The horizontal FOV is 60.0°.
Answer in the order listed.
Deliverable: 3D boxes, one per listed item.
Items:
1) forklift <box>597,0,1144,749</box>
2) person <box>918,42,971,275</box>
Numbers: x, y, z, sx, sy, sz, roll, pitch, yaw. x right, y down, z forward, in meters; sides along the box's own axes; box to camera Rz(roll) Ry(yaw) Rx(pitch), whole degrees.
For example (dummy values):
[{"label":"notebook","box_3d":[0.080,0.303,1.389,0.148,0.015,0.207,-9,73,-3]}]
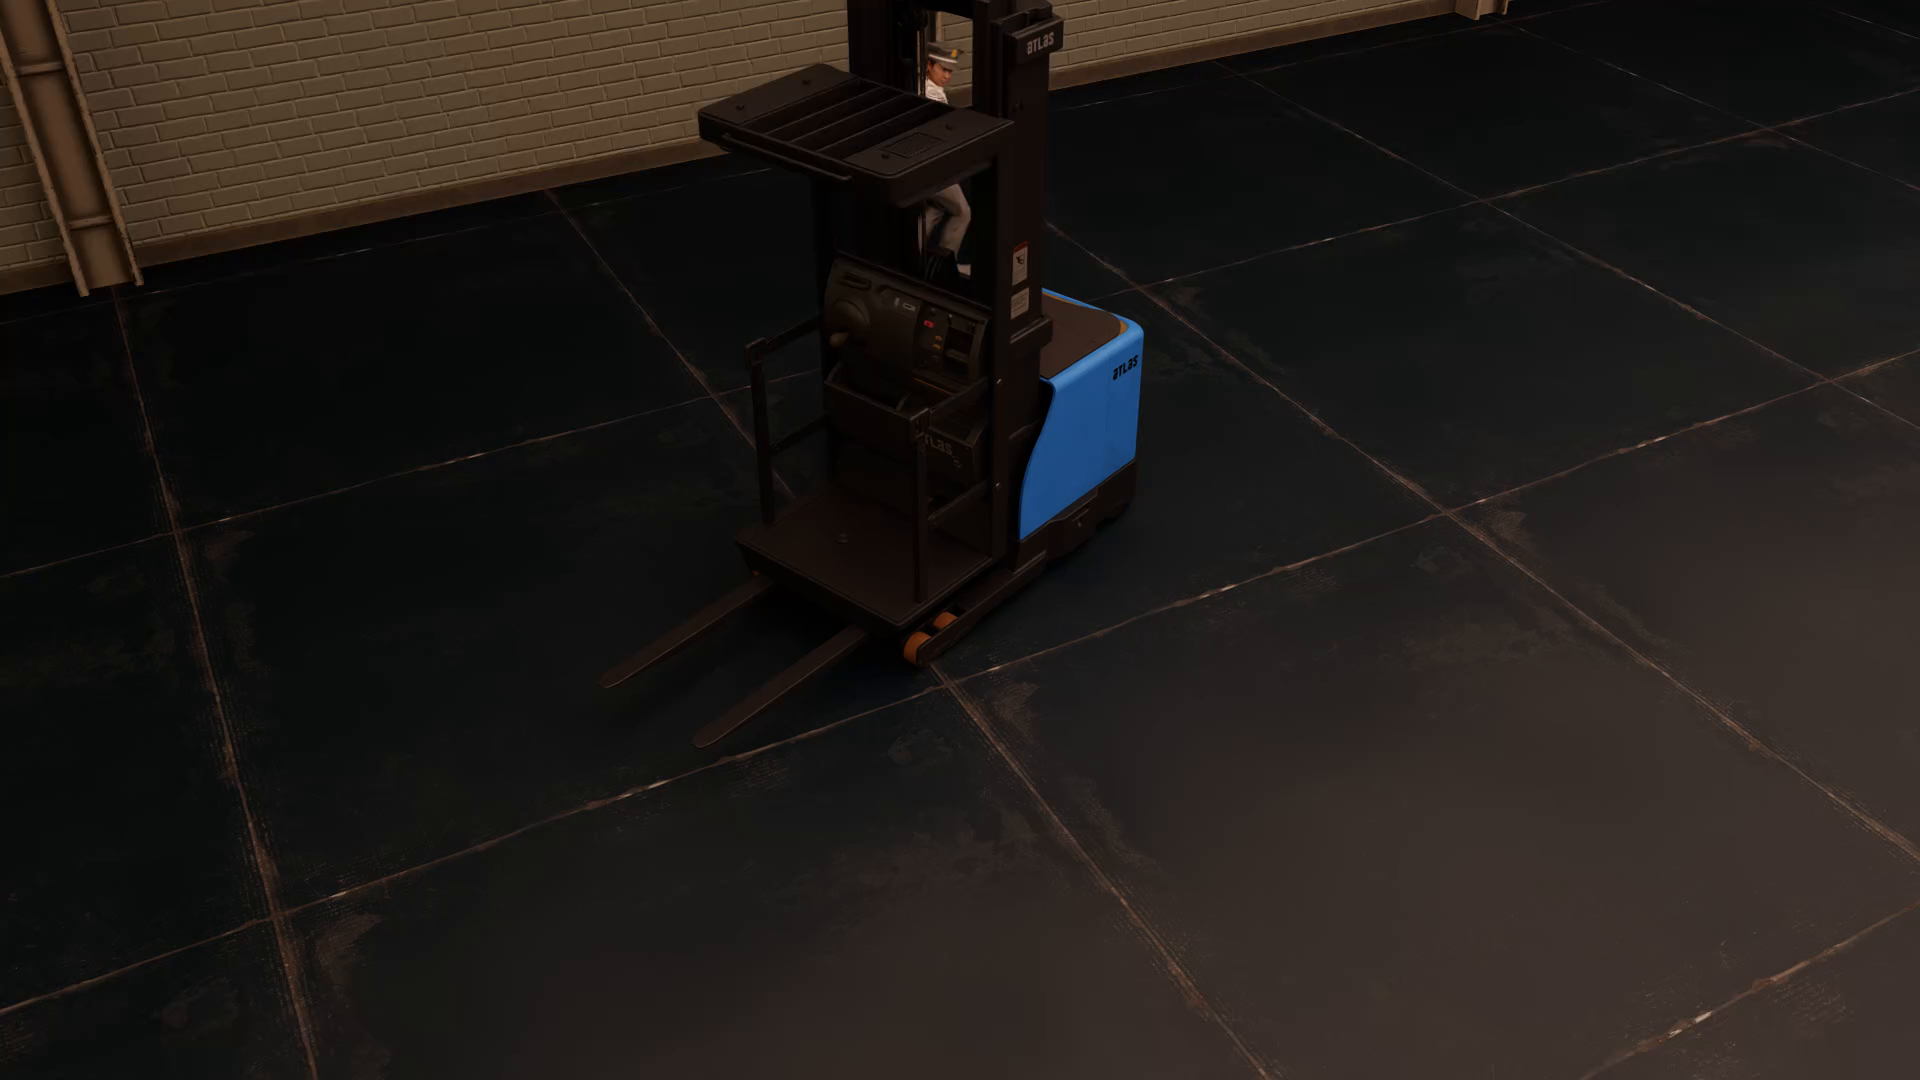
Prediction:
[{"label":"forklift","box_3d":[-0.390,-0.927,7.434,1.130,2.935,3.031,26,43,31]},{"label":"person","box_3d":[-0.084,-2.430,10.732,0.672,1.592,0.742,-17,39,-23]}]
